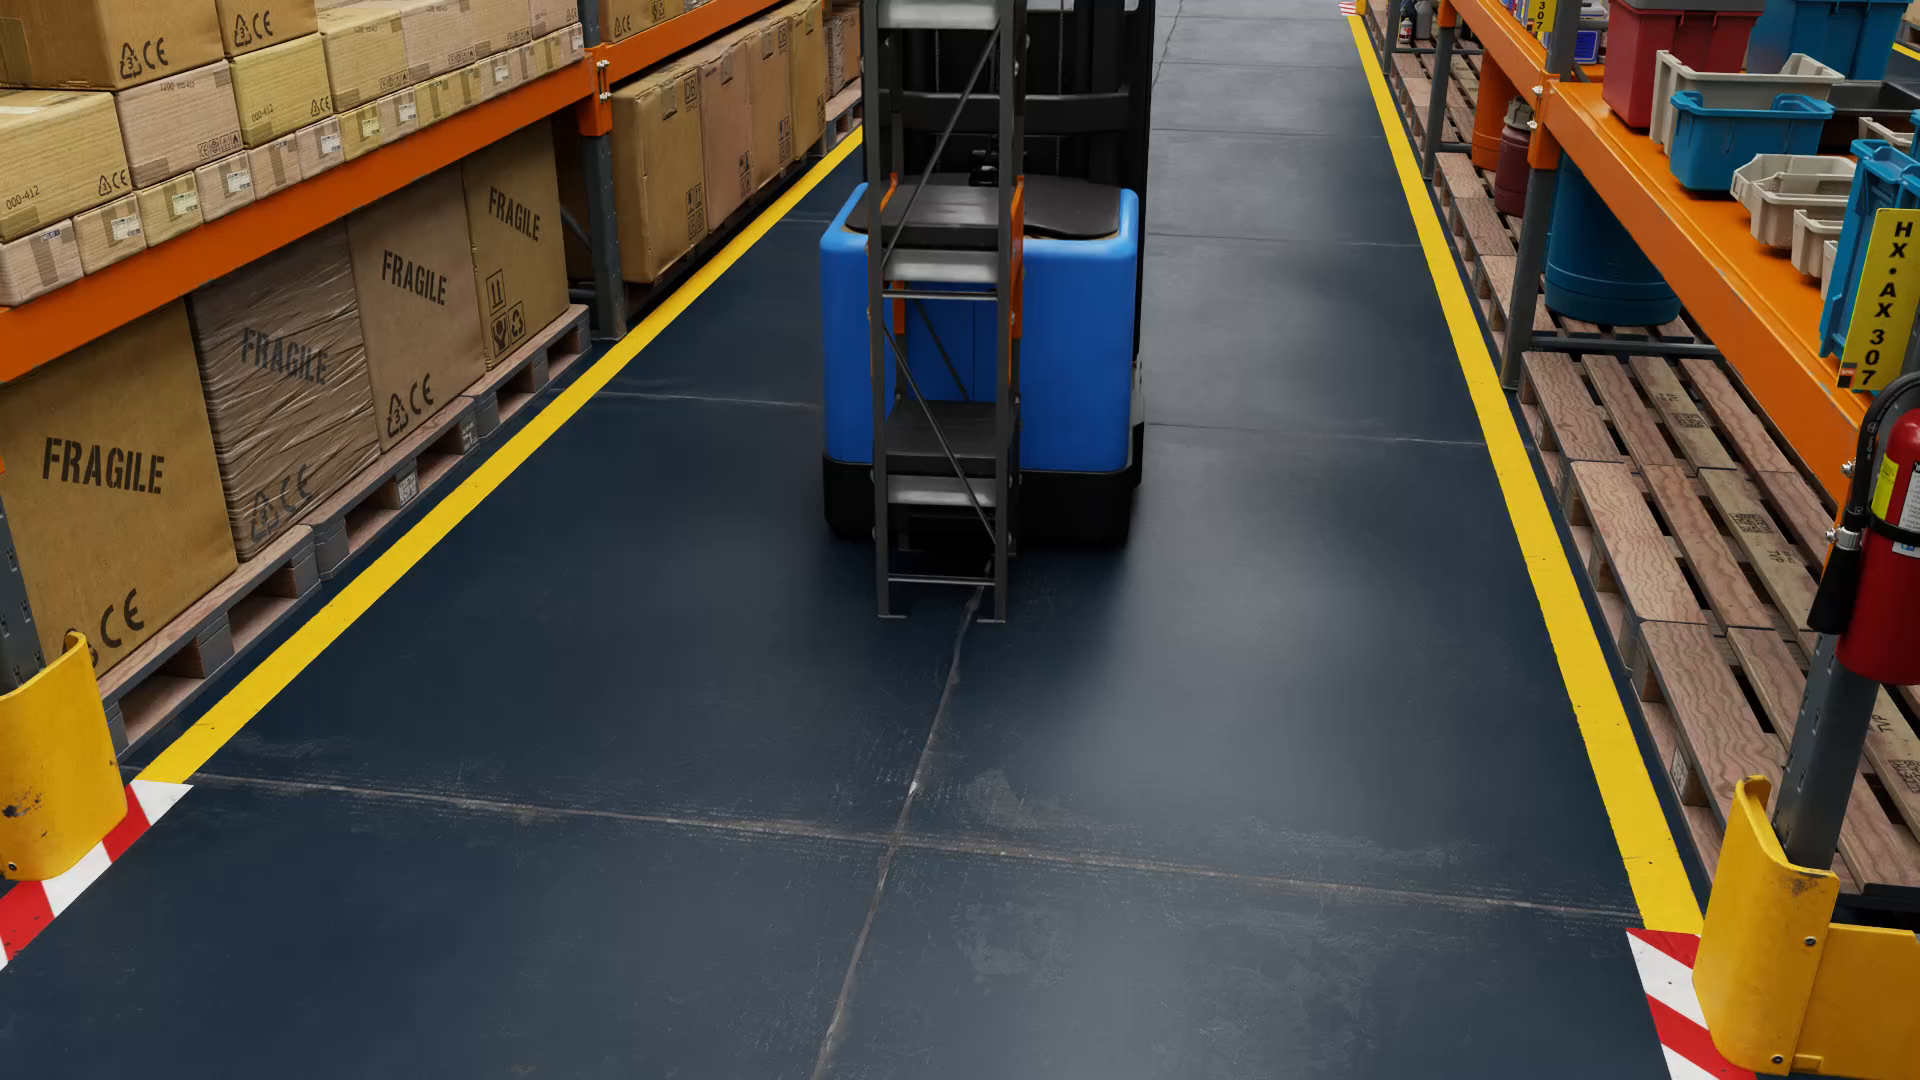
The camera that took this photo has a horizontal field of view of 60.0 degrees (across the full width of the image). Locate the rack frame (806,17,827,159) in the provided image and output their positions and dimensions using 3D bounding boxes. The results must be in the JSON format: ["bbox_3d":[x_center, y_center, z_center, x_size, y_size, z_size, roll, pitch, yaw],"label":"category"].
[{"bbox_3d":[-1.411,-4.001,10.760,1.000,3.000,0.127,4,25,9],"label":"rack frame"}]

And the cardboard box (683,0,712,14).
[{"bbox_3d":[-1.580,-2.968,8.435,0.500,0.500,0.500,3,25,7],"label":"cardboard box"}]

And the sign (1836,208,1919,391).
[{"bbox_3d":[1.622,-0.417,2.911,0.100,0.325,0.005,4,25,9],"label":"sign"}]

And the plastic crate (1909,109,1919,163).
[{"bbox_3d":[2.797,-1.020,4.518,0.416,0.233,0.300,4,25,9],"label":"plastic crate"}]

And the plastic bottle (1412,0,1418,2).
[{"bbox_3d":[4.170,-4.865,15.291,0.061,0.283,0.133,4,25,9],"label":"plastic bottle"}]

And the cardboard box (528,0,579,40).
[{"bbox_3d":[-1.878,-2.192,6.721,0.500,0.250,0.500,4,25,8],"label":"cardboard box"}]

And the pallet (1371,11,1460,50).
[{"bbox_3d":[4.477,-4.858,15.879,1.003,0.211,1.213,4,25,9],"label":"pallet"}]

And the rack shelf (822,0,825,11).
[{"bbox_3d":[-1.084,-4.512,12.699,1.077,0.370,4.000,4,25,9],"label":"rack shelf"}]

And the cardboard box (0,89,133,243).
[{"bbox_3d":[-2.374,-0.904,3.969,0.500,0.250,0.500,3,25,7],"label":"cardboard box"}]

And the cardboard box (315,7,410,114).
[{"bbox_3d":[-2.130,-1.550,5.350,0.500,0.250,0.500,4,25,7],"label":"cardboard box"}]

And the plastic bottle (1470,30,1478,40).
[{"bbox_3d":[4.534,-4.547,14.611,0.061,0.283,0.133,4,25,9],"label":"plastic bottle"}]

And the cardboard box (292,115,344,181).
[{"bbox_3d":[-2.127,-1.205,5.082,0.380,0.149,0.250,4,25,8],"label":"cardboard box"}]

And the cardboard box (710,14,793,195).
[{"bbox_3d":[-1.698,-2.570,9.712,1.225,0.875,0.875,4,25,9],"label":"cardboard box"}]

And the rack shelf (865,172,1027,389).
[{"bbox_3d":[-0.033,-0.786,4.985,0.431,0.518,0.480,2,25,5],"label":"rack shelf"}]

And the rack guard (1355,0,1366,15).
[{"bbox_3d":[4.817,-5.837,17.630,1.175,0.500,0.348,4,25,9],"label":"rack guard"}]

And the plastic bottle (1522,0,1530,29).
[{"bbox_3d":[2.731,-2.536,7.776,0.152,0.276,0.135,4,25,9],"label":"plastic bottle"}]

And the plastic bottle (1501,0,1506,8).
[{"bbox_3d":[2.859,-2.863,8.475,0.152,0.276,0.135,4,25,9],"label":"plastic bottle"}]

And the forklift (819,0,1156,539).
[{"bbox_3d":[0.199,-1.921,6.397,1.130,2.935,3.031,2,25,5],"label":"forklift"}]

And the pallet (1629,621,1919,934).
[{"bbox_3d":[2.341,0.609,4.201,1.003,0.211,1.213,4,25,9],"label":"pallet"}]

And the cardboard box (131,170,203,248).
[{"bbox_3d":[-2.253,-0.882,4.391,0.380,0.149,0.250,3,25,7],"label":"cardboard box"}]

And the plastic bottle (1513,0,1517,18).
[{"bbox_3d":[2.761,-2.650,8.107,0.097,0.201,0.097,0,25,0],"label":"plastic bottle"}]

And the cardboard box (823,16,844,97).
[{"bbox_3d":[-1.243,-3.583,12.295,0.700,0.500,0.500,2,25,4],"label":"cardboard box"}]

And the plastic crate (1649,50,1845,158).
[{"bbox_3d":[2.390,-1.333,5.128,0.437,0.282,0.530,4,25,9],"label":"plastic crate"}]

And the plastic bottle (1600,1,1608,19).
[{"bbox_3d":[2.753,-2.234,7.219,0.097,0.201,0.097,0,25,0],"label":"plastic bottle"}]

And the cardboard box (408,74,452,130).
[{"bbox_3d":[-2.001,-1.527,5.770,0.380,0.149,0.250,4,25,8],"label":"cardboard box"}]

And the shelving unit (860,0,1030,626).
[{"bbox_3d":[-0.033,-0.799,4.980,0.431,2.100,0.503,2,25,5],"label":"shelving unit"}]

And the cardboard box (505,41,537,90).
[{"bbox_3d":[-1.875,-1.849,6.459,0.380,0.149,0.250,4,25,8],"label":"cardboard box"}]

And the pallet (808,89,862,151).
[{"bbox_3d":[-1.282,-3.065,12.049,1.003,0.211,1.213,4,25,9],"label":"pallet"}]

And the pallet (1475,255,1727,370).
[{"bbox_3d":[2.989,-1.042,7.727,1.003,0.211,1.213,4,25,9],"label":"pallet"}]

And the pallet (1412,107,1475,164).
[{"bbox_3d":[3.640,-2.716,11.304,1.003,0.211,1.213,4,25,9],"label":"pallet"}]

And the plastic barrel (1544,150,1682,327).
[{"bbox_3d":[2.927,-1.451,7.292,0.600,0.901,0.708,4,25,9],"label":"plastic barrel"}]

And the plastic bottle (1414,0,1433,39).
[{"bbox_3d":[4.092,-4.610,14.666,0.144,0.351,0.185,4,25,9],"label":"plastic bottle"}]

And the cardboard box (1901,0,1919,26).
[{"bbox_3d":[9.201,-4.977,15.592,0.500,0.250,0.500,4,25,9],"label":"cardboard box"}]

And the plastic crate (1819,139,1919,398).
[{"bbox_3d":[2.038,-0.508,3.185,0.616,0.435,0.499,4,25,9],"label":"plastic crate"}]

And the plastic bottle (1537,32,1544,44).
[{"bbox_3d":[2.649,-2.370,7.333,0.144,0.351,0.185,4,25,9],"label":"plastic bottle"}]

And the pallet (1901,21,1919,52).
[{"bbox_3d":[9.383,-4.565,15.253,1.003,0.211,1.213,4,25,9],"label":"pallet"}]

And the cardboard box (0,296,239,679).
[{"bbox_3d":[-2.693,-0.156,4.557,0.875,0.875,0.875,4,25,9],"label":"cardboard box"}]

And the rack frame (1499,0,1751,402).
[{"bbox_3d":[2.822,-1.985,6.453,1.000,3.000,0.127,4,25,9],"label":"rack frame"}]

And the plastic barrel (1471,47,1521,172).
[{"bbox_3d":[3.412,-2.659,9.958,0.600,0.830,0.708,4,25,9],"label":"plastic barrel"}]

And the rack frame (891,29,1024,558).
[{"bbox_3d":[-0.008,-0.902,5.200,0.400,2.100,0.015,2,25,5],"label":"rack frame"}]

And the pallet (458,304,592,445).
[{"bbox_3d":[-2.266,-0.753,7.109,1.003,0.211,1.213,4,25,9],"label":"pallet"}]

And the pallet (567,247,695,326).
[{"bbox_3d":[-2.013,-1.393,8.477,1.003,0.211,1.213,4,25,9],"label":"pallet"}]

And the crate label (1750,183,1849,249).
[{"bbox_3d":[2.205,-0.812,4.186,0.396,0.136,0.243,4,25,9],"label":"crate label"}]

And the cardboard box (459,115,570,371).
[{"bbox_3d":[-2.252,-1.286,6.969,0.875,0.875,0.875,4,25,9],"label":"cardboard box"}]

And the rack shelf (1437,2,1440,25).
[{"bbox_3d":[3.802,-4.169,11.966,1.077,0.370,4.000,4,25,9],"label":"rack shelf"}]

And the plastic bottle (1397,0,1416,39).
[{"bbox_3d":[3.950,-4.620,14.687,0.144,0.351,0.185,3,25,7],"label":"plastic bottle"}]

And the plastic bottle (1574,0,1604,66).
[{"bbox_3d":[2.567,-2.116,6.879,0.152,0.276,0.135,4,25,9],"label":"plastic bottle"}]

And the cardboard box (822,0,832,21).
[{"bbox_3d":[-1.255,-3.913,12.116,0.500,0.250,0.500,7,26,14],"label":"cardboard box"}]

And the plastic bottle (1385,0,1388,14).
[{"bbox_3d":[4.179,-5.231,16.086,0.097,0.271,0.097,0,25,0],"label":"plastic bottle"}]
